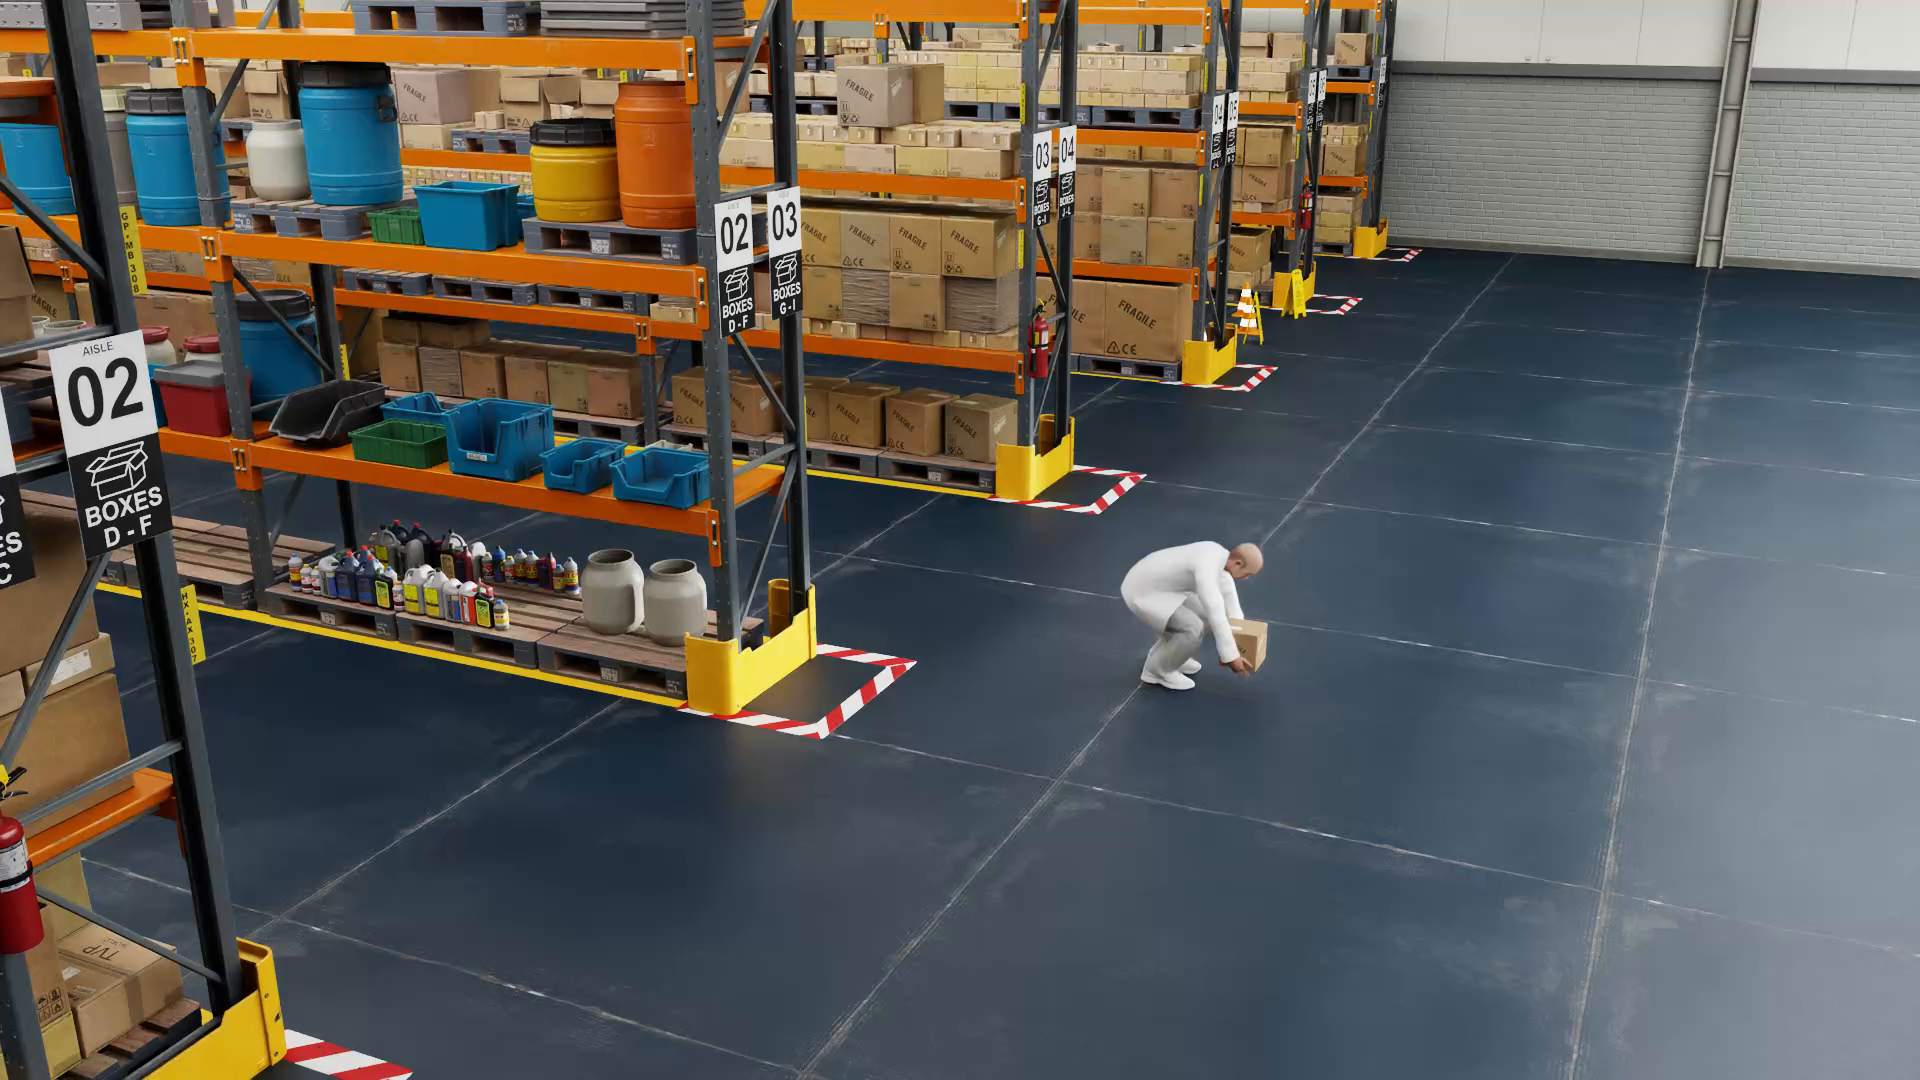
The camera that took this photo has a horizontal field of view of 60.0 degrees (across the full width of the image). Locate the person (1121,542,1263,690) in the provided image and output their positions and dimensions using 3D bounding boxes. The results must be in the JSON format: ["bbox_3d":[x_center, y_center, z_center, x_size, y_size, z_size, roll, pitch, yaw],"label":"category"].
[{"bbox_3d":[1.520,0.465,10.925,0.939,1.003,0.585,8,20,21],"label":"person"}]
